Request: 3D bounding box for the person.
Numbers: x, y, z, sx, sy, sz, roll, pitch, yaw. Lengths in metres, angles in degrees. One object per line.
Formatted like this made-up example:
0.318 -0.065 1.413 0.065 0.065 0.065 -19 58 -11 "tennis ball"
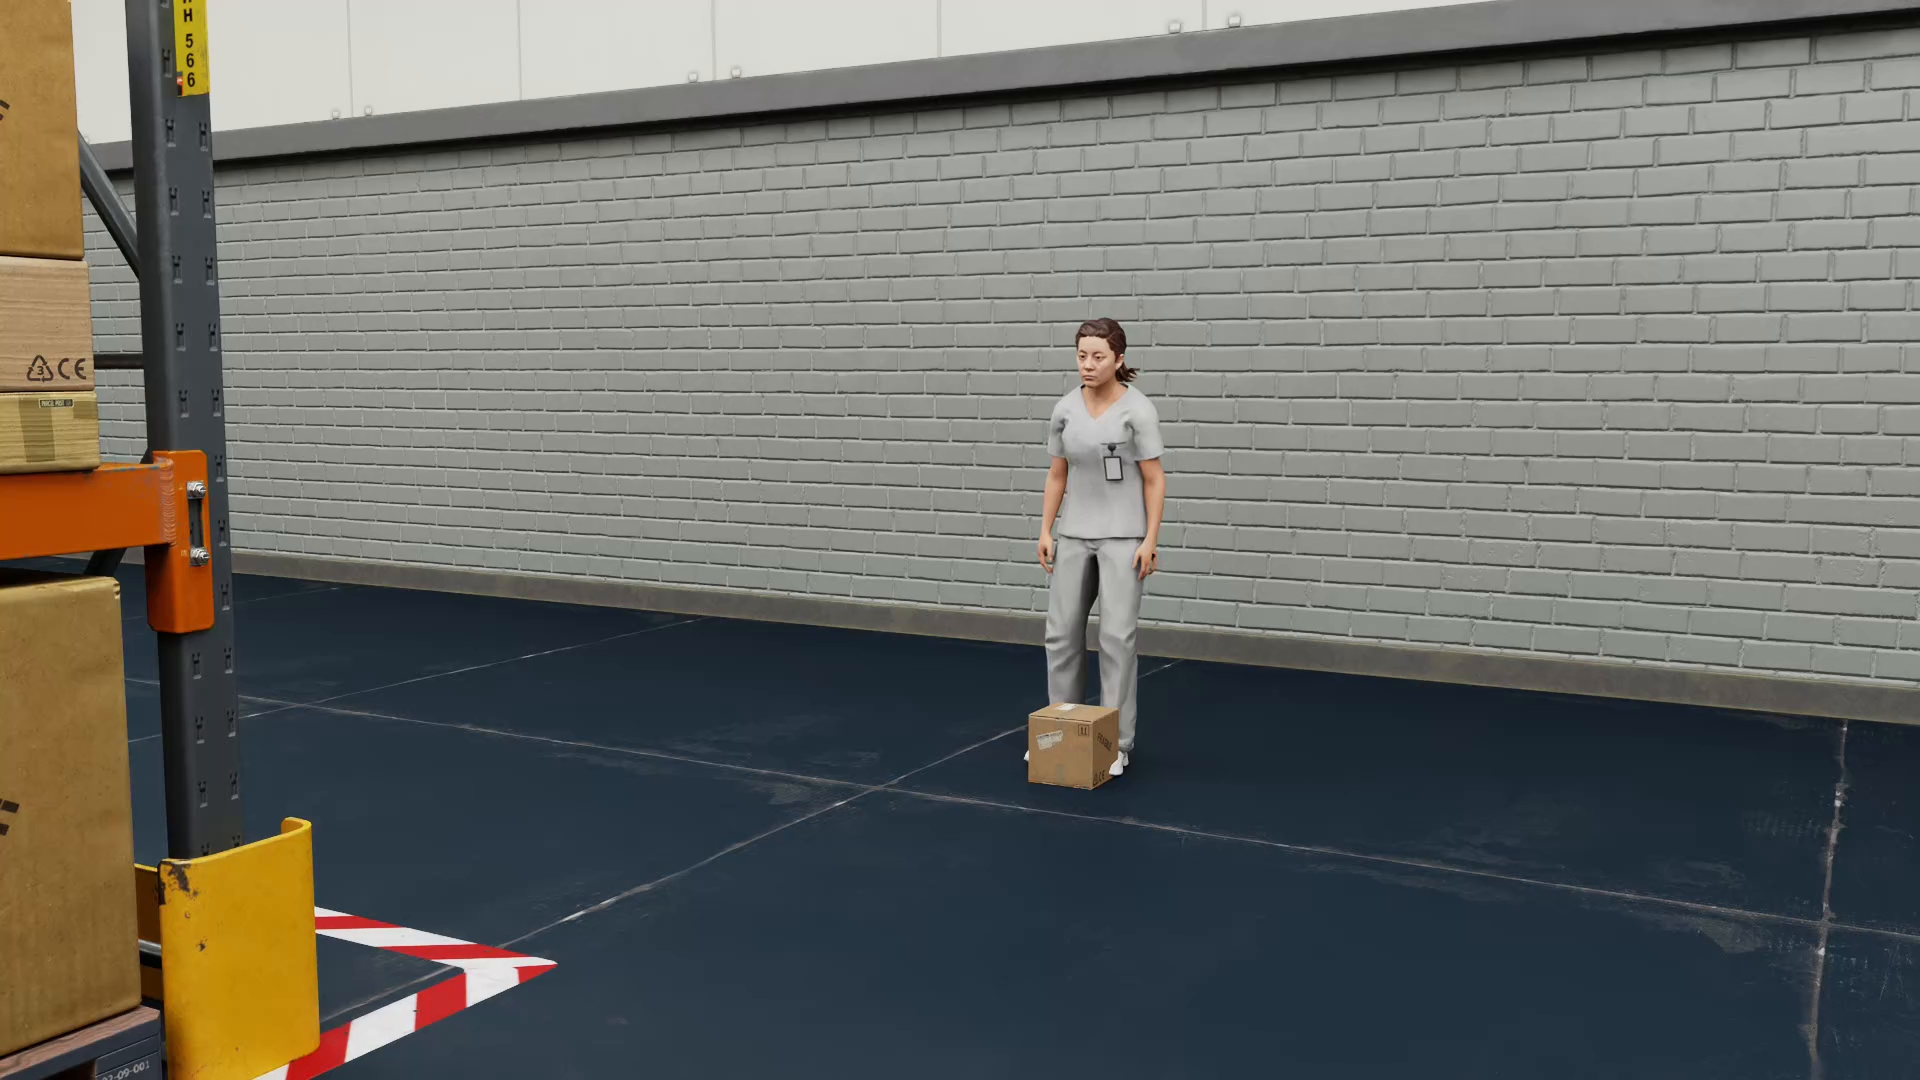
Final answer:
0.510 0.017 6.172 0.486 1.673 0.406 3 7 29 "person"
